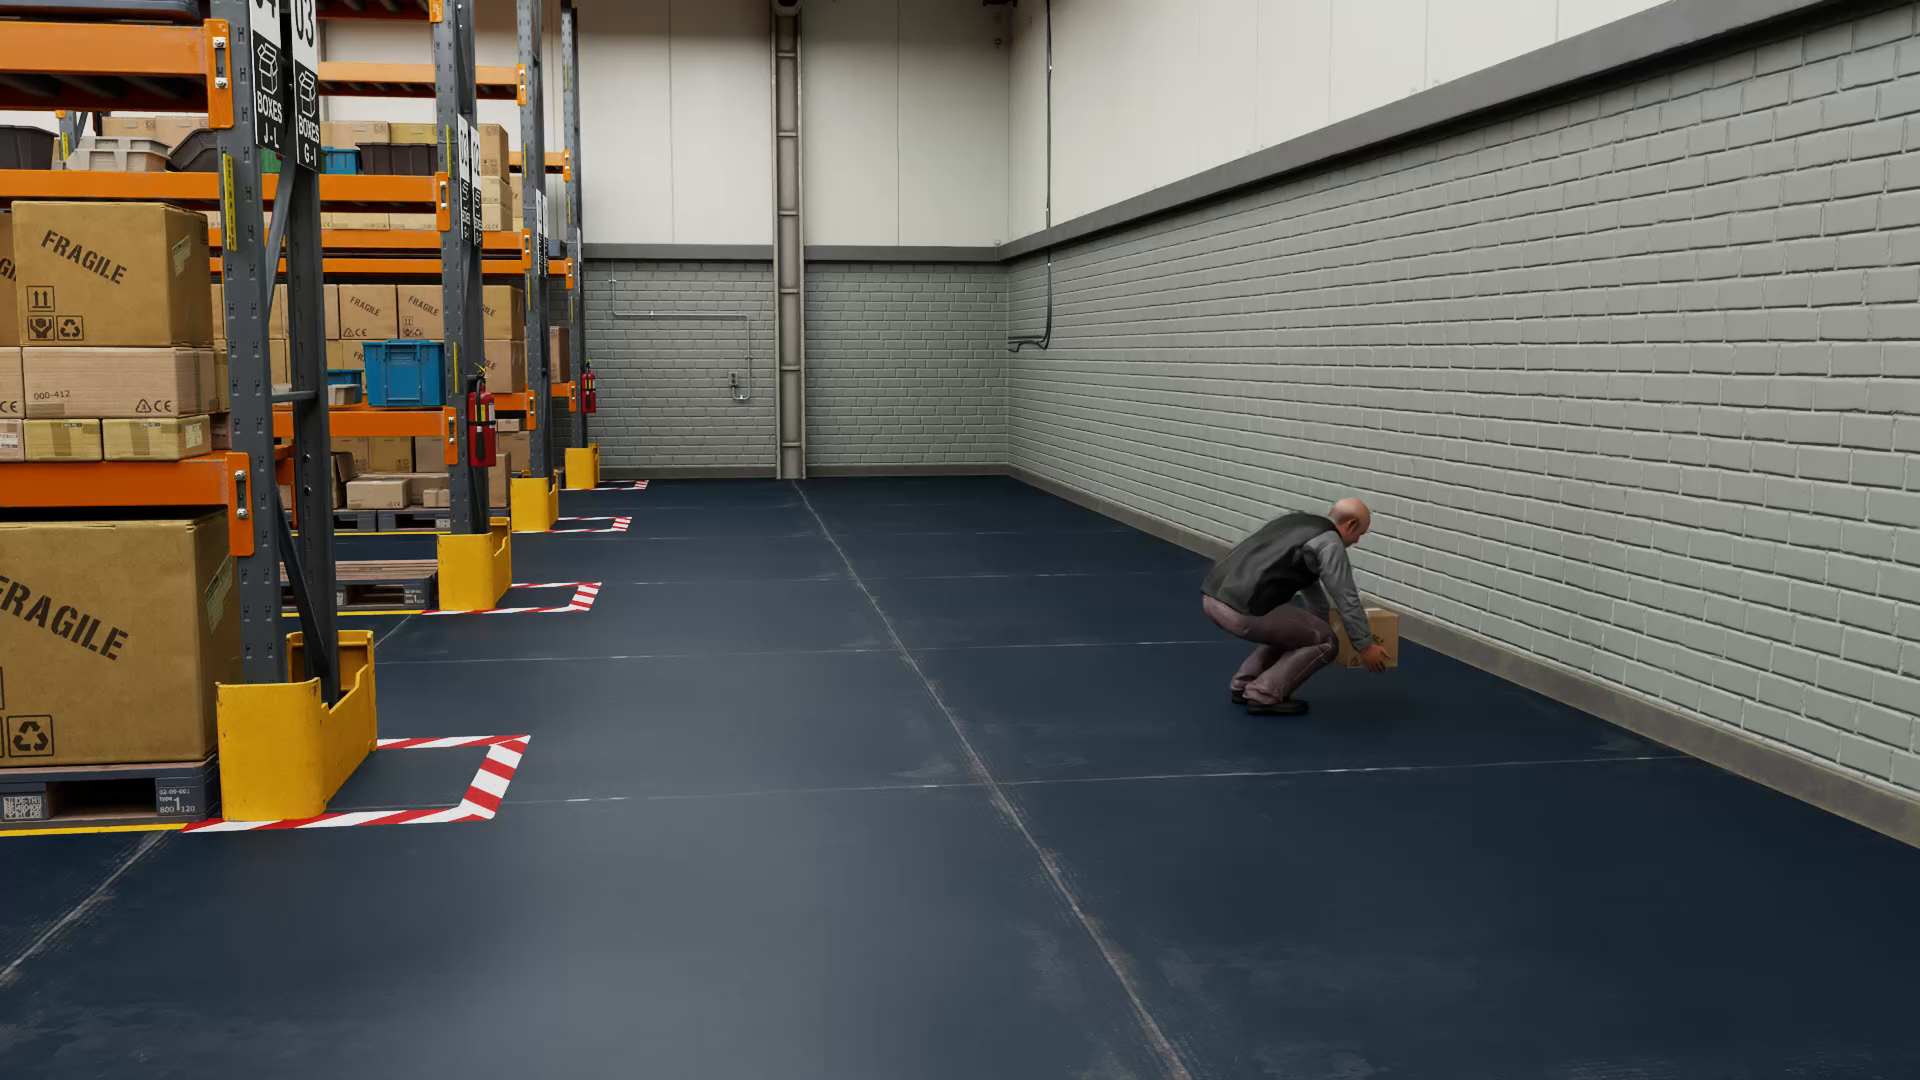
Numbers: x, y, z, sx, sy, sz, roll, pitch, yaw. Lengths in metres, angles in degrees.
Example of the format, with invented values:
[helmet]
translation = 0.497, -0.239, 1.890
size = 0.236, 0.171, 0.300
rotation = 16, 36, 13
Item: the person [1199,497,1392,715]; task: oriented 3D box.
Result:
[person]
translation = 1.575, 0.301, 7.917
size = 0.864, 0.996, 0.543
rotation = -1, 7, -9
